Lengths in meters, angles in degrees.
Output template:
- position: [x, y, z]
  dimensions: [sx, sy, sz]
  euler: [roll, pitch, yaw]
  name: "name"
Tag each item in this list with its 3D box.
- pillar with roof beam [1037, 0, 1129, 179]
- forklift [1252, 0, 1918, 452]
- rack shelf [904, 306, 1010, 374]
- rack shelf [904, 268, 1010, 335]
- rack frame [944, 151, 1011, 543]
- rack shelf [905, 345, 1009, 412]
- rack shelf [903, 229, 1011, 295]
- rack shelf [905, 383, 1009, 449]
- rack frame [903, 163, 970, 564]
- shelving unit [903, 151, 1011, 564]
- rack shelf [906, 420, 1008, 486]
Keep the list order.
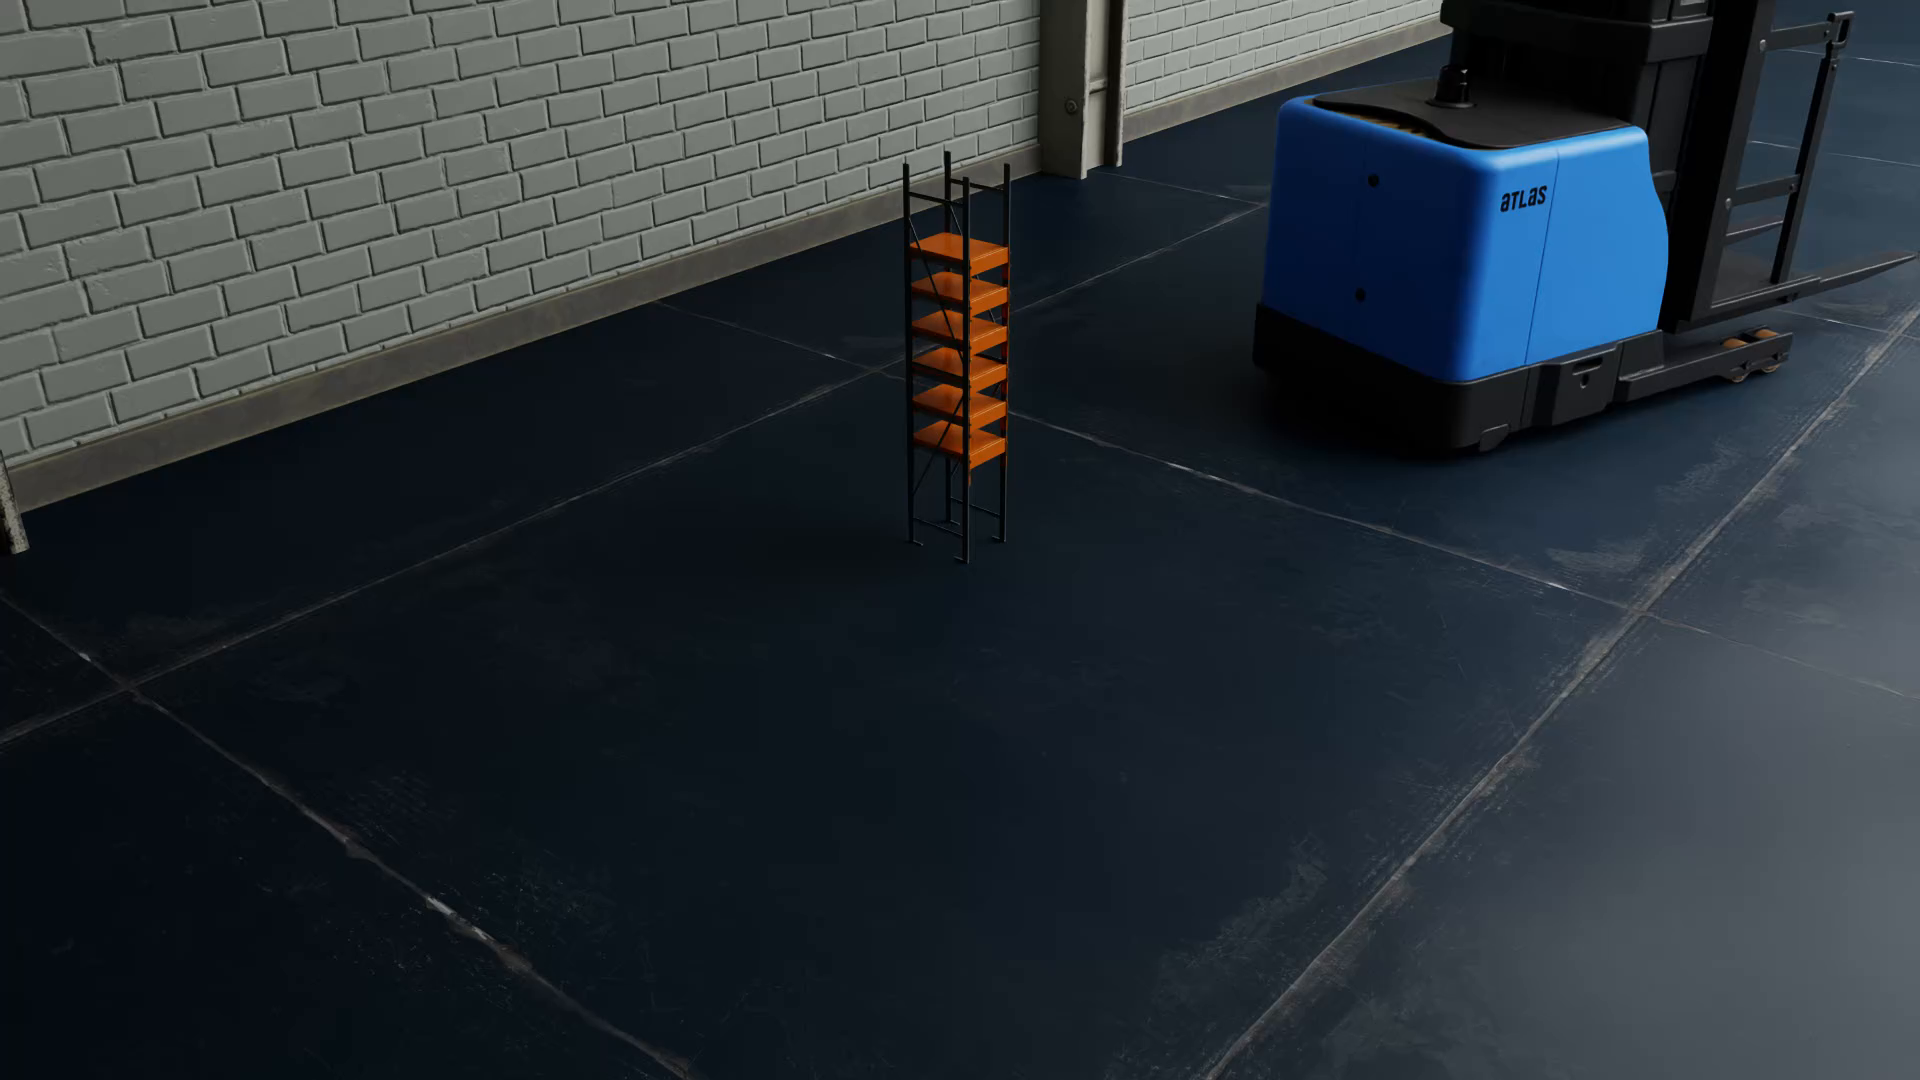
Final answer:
- position: [3.986, -4.815, 4.764]
  dimensions: [9.100, 9.000, 0.400]
  euler: [21, 34, 34]
  name: "pillar with roof beam"
- position: [2.654, -2.100, 6.120]
  dimensions: [3.031, 2.935, 1.130]
  euler: [-16, 31, -28]
  name: "forklift"
- position: [-0.009, -0.595, 4.930]
  dimensions: [0.258, 0.103, 0.180]
  euler: [21, 34, 34]
  name: "rack shelf"
- position: [-0.009, -0.701, 4.875]
  dimensions: [0.258, 0.103, 0.180]
  euler: [21, 34, 34]
  name: "rack shelf"
- position: [0.049, -0.560, 5.027]
  dimensions: [0.240, 1.200, 0.006]
  euler: [21, 34, 34]
  name: "rack frame"
- position: [-0.009, -0.488, 4.985]
  dimensions: [0.258, 0.103, 0.180]
  euler: [21, 34, 34]
  name: "rack shelf"
- position: [-0.009, -0.808, 4.819]
  dimensions: [0.258, 0.103, 0.180]
  euler: [21, 34, 34]
  name: "rack shelf"
- position: [-0.009, -0.382, 5.040]
  dimensions: [0.258, 0.103, 0.180]
  euler: [21, 34, 34]
  name: "rack shelf"
- position: [-0.067, -0.495, 4.902]
  dimensions: [0.240, 1.200, 0.006]
  euler: [21, 34, 34]
  name: "rack frame"
- position: [-0.009, -0.528, 4.964]
  dimensions: [0.258, 1.200, 0.189]
  euler: [21, 34, 34]
  name: "shelving unit"
- position: [-0.009, -0.275, 5.095]
  dimensions: [0.258, 0.103, 0.180]
  euler: [21, 34, 34]
  name: "rack shelf"
